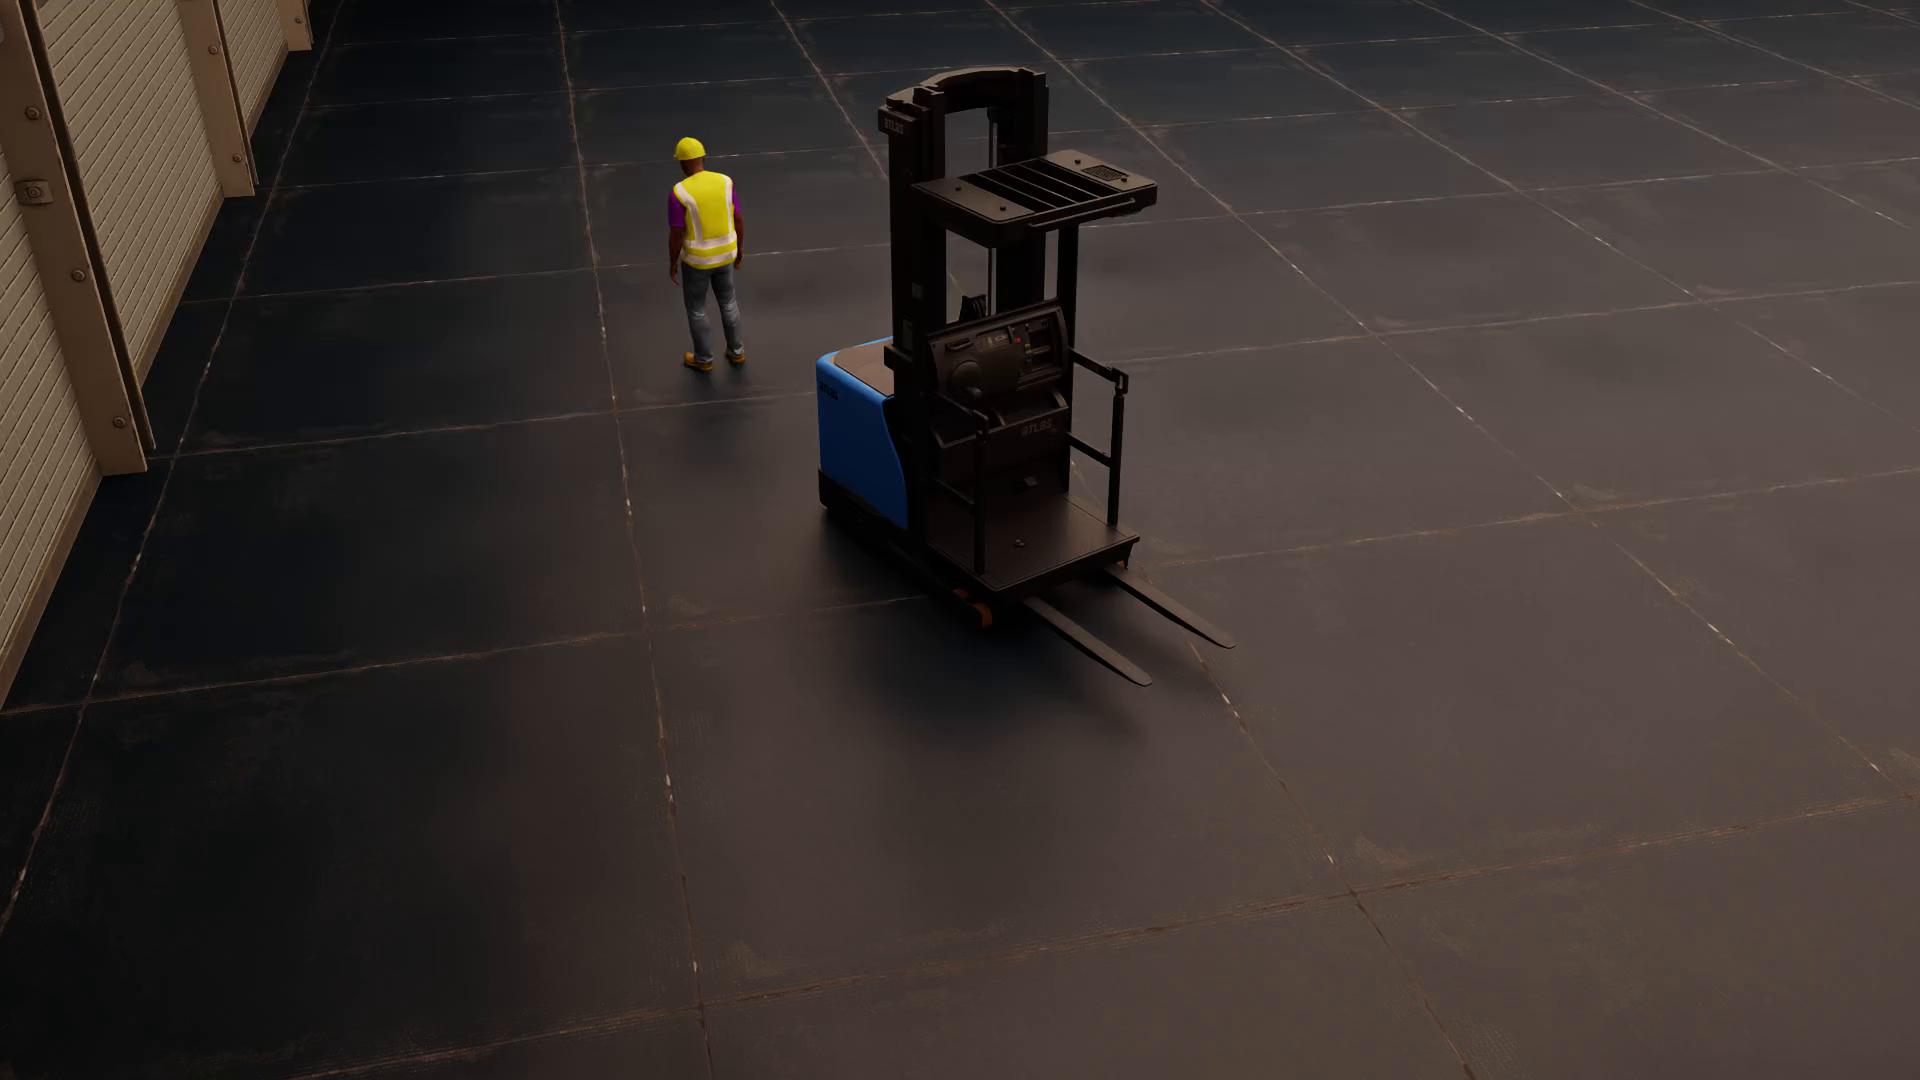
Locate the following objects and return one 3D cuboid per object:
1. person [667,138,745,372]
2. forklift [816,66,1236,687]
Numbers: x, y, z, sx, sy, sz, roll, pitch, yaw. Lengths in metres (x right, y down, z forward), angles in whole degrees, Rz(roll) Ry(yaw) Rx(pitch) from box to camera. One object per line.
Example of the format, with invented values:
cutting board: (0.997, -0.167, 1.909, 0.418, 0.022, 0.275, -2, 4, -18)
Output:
person: (-1.902, -2.129, 12.426, 0.626, 1.759, 0.463, -20, 35, -30)
forklift: (0.355, -1.021, 9.338, 1.130, 2.935, 3.031, -20, 35, -30)
